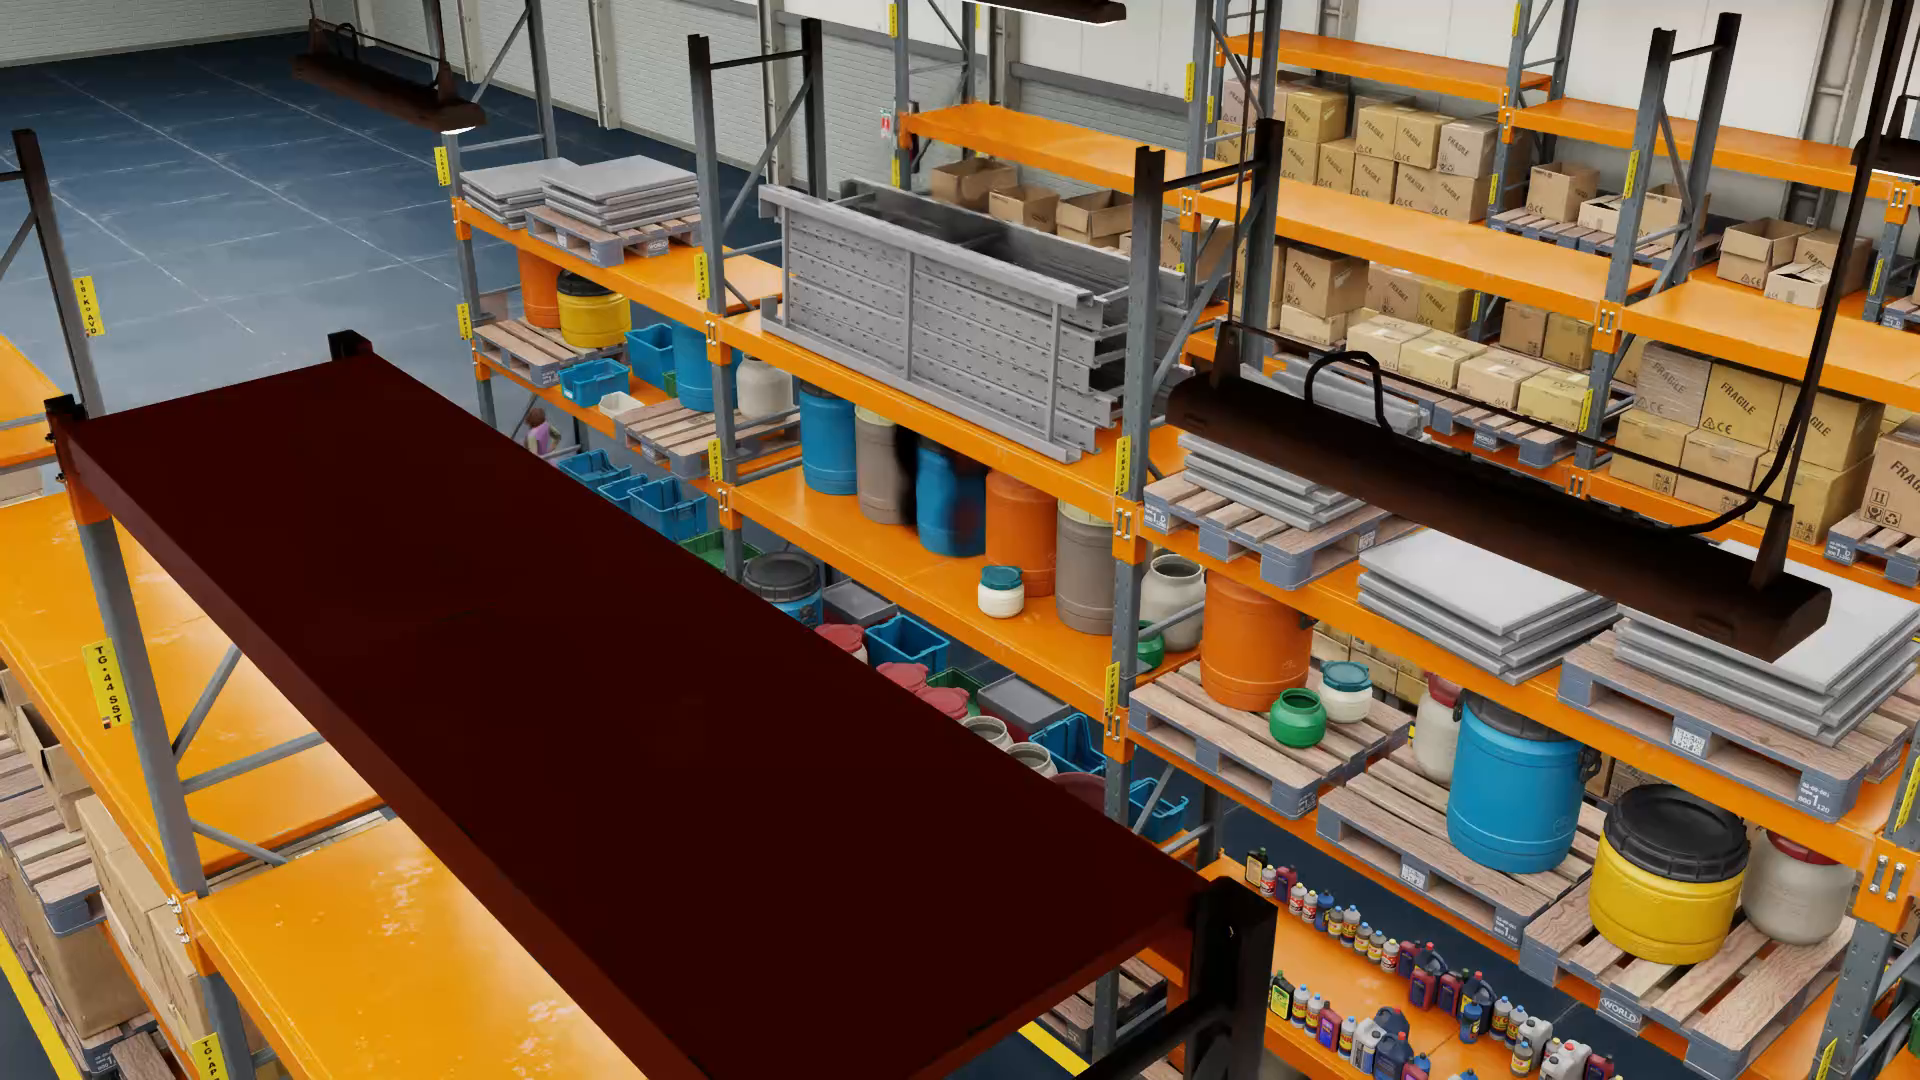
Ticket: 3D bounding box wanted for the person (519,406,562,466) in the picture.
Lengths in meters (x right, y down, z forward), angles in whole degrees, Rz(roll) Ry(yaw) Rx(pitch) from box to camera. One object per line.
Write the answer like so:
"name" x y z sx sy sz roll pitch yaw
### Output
"person" -4.345 -0.674 17.193 0.720 1.579 0.579 2 27 3
